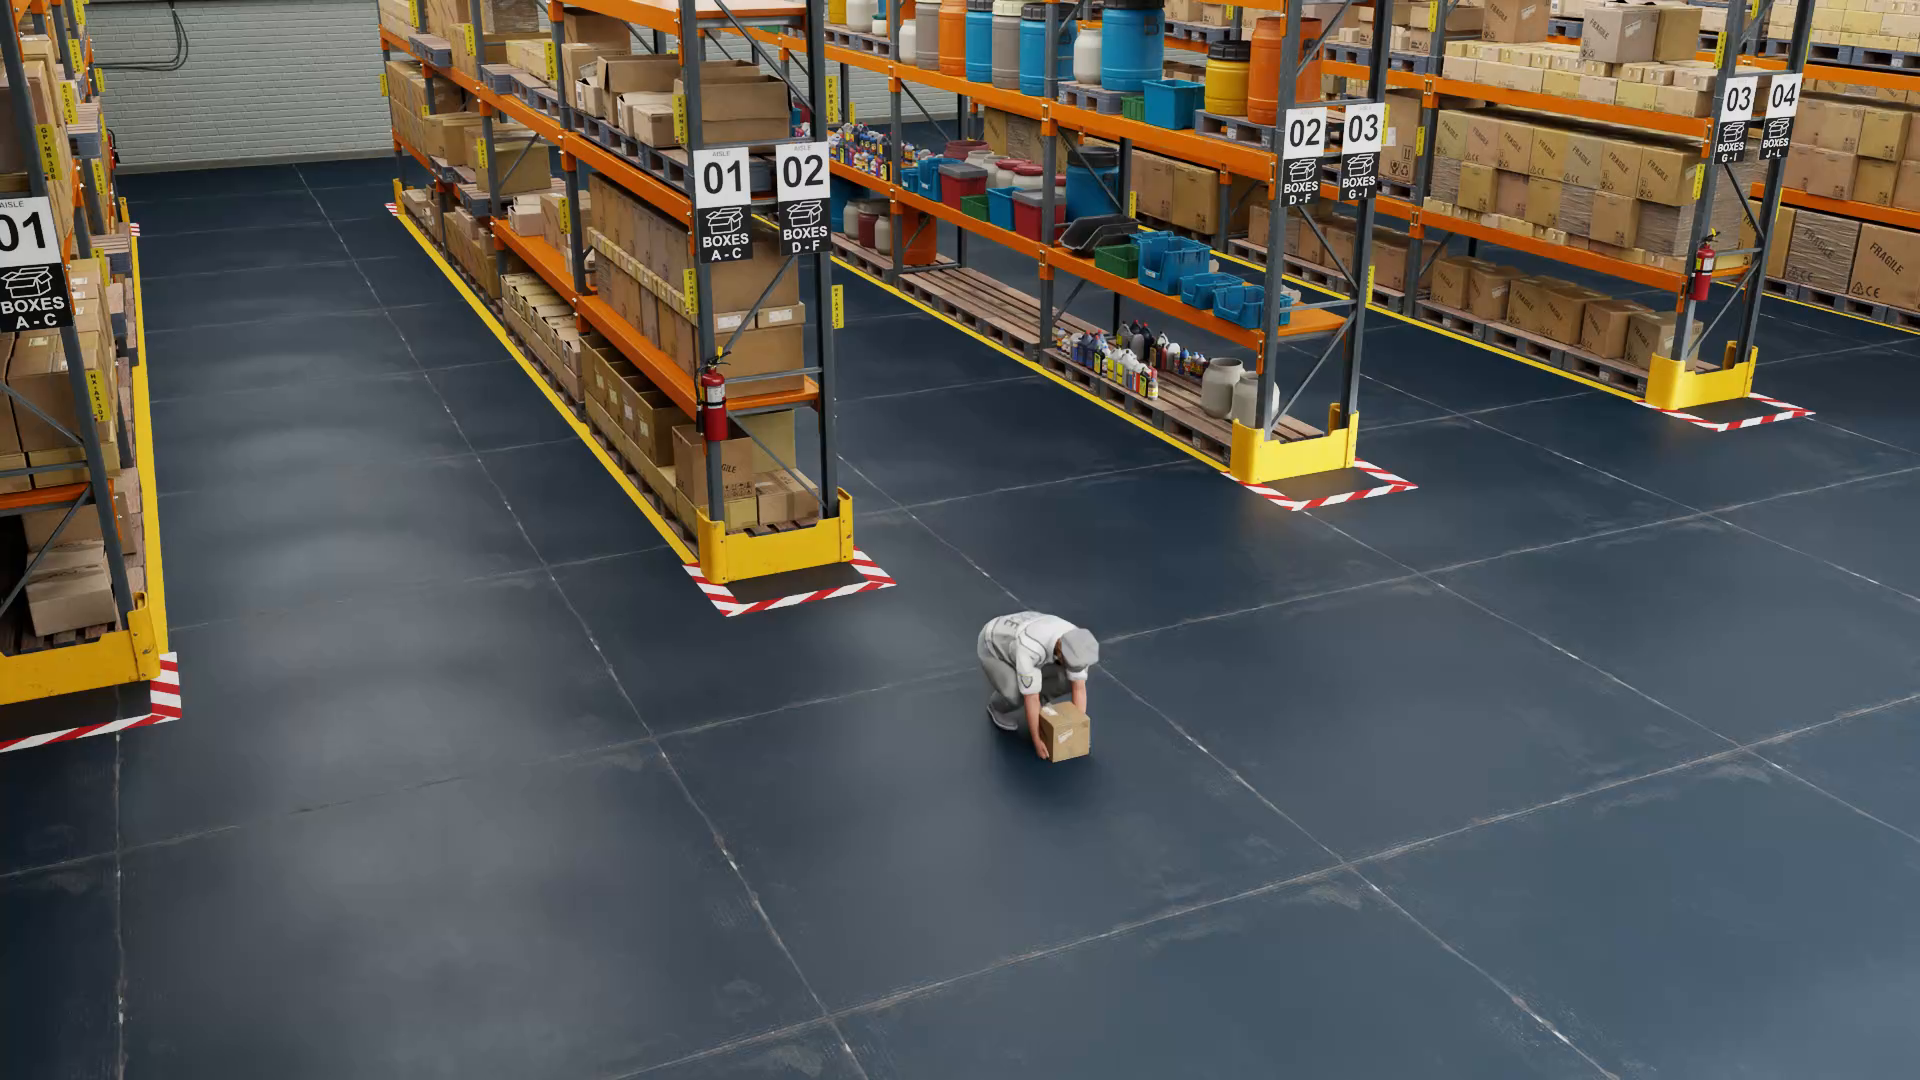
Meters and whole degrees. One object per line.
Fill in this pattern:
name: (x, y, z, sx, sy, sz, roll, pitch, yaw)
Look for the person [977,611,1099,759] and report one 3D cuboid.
person: (0.485, 0.837, 10.293, 0.540, 0.893, 0.993, -11, 24, -24)
